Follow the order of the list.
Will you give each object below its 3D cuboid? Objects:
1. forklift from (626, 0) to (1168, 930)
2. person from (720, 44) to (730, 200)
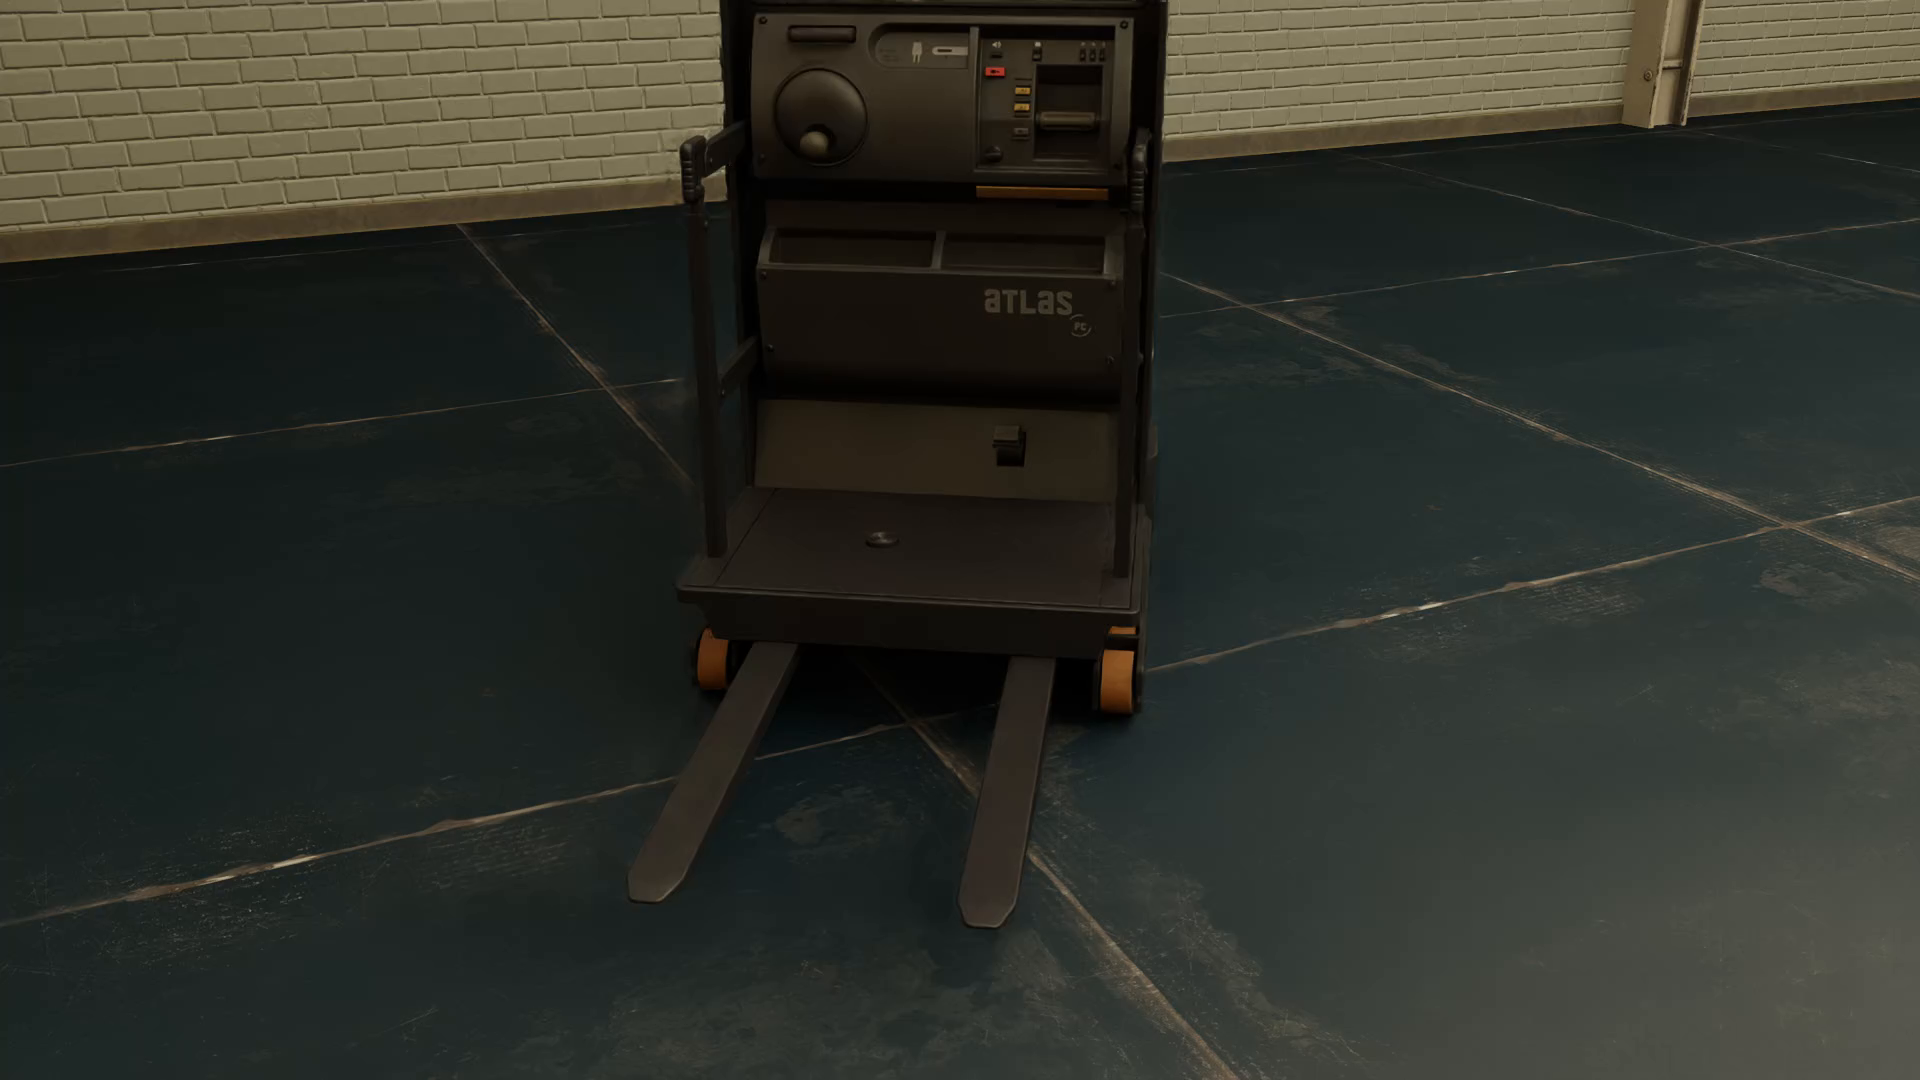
[{"bbox_3d":[-0.073,-1.064,3.847,1.130,2.935,3.031,3,23,7],"label":"forklift"},{"bbox_3d":[-0.554,-1.173,5.733,0.490,1.699,0.711,-9,24,-20],"label":"person"}]
